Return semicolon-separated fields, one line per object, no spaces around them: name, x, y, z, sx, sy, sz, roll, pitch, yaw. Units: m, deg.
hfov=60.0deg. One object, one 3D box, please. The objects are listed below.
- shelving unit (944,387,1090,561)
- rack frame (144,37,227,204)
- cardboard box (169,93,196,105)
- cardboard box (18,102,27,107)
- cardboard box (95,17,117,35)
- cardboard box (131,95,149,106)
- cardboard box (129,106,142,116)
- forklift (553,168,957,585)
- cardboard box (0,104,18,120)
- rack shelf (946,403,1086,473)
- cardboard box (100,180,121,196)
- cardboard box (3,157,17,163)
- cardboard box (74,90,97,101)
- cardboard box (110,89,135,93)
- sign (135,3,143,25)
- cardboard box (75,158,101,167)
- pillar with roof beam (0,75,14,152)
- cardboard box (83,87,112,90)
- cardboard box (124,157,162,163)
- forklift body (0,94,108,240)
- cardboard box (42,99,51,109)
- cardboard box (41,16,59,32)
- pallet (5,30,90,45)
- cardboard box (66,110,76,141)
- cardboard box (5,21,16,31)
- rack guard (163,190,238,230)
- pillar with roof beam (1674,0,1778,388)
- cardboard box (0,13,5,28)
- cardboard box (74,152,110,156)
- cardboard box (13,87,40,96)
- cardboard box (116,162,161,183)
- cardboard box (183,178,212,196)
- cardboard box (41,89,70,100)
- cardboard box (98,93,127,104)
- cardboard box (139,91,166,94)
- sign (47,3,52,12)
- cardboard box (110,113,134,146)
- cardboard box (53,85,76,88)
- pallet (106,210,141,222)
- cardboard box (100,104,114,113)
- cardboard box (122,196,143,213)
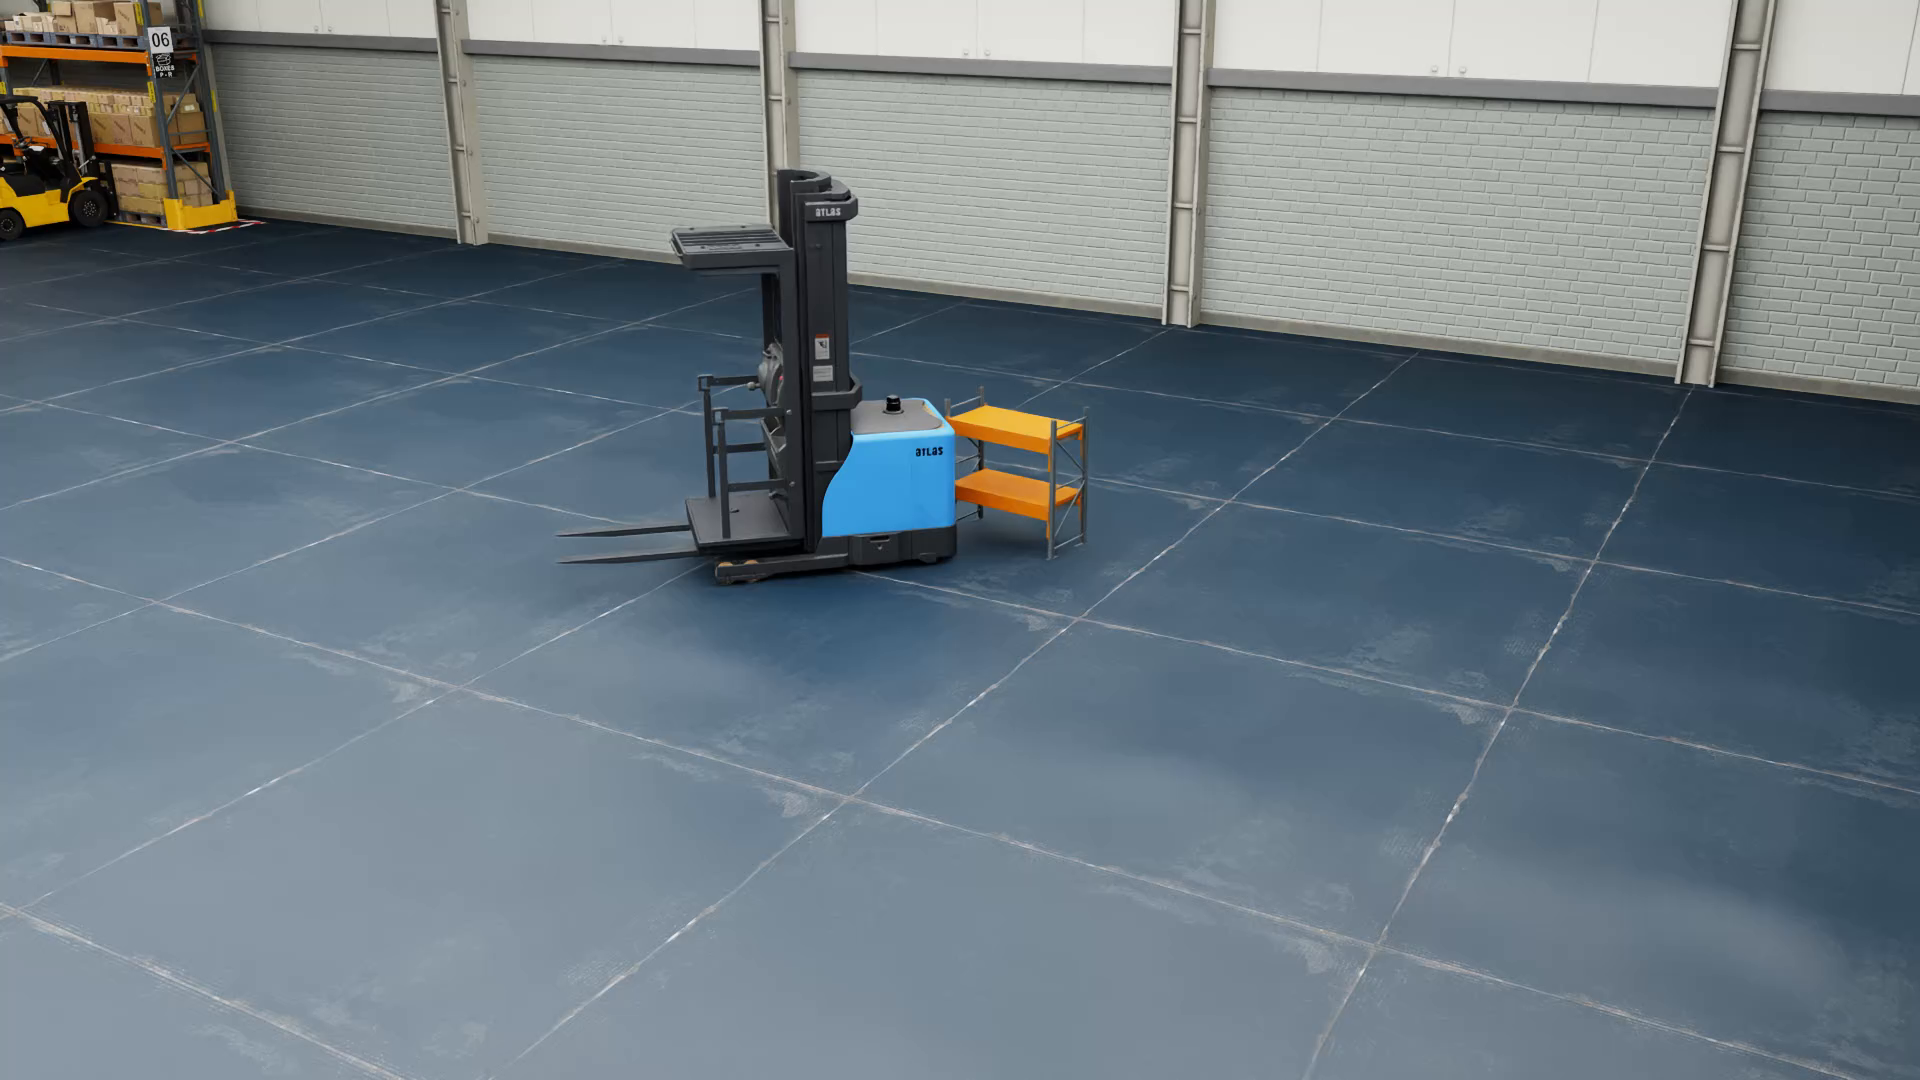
shelving unit;0.441;-0.542;13.209;1.048;1.125;0.538;14;24;35
rack frame;-12.775;-6.734;27.530;0.127;3.000;1.000;11;23;27
cardboard box;-12.964;-7.345;27.681;0.250;0.149;0.380;10;22;26
cardboard box;-16.117;-7.620;28.875;0.250;0.149;0.380;10;22;26
cardboard box;-13.868;-8.415;27.200;0.258;0.266;0.396;11;23;27
cardboard box;-13.421;-7.254;27.431;0.250;0.149;0.380;11;23;27
cardboard box;-13.452;-7.094;27.425;0.250;0.149;0.380;11;23;28
forklift;-1.598;-1.241;12.488;3.031;2.935;1.130;-5;21;-13
cardboard box;-16.821;-7.569;29.320;0.500;0.250;0.500;10;22;26
rack shelf;0.441;-0.817;13.109;1.000;0.278;0.538;14;24;35
cardboard box;-14.246;-6.028;28.267;0.500;0.250;0.500;10;22;26
cardboard box;-16.728;-6.564;29.928;0.625;0.625;0.875;12;23;30
cardboard box;-14.744;-7.523;28.171;0.250;0.149;0.380;11;23;28
cardboard box;-14.301;-7.611;28.414;0.250;0.149;0.380;11;23;28
sign;-13.052;-8.364;26.442;0.005;0.325;0.100;11;23;27
cardboard box;-15.117;-6.433;28.650;0.500;0.250;0.500;12;23;29
pillar with roof beam;-20.281;-9.654;26.784;0.400;9.000;9.100;11;23;27
cardboard box;-14.939;-7.762;28.829;0.250;0.149;0.380;10;22;26
cardboard box;-13.972;-6.413;28.597;0.500;0.250;0.500;11;22;27
forklift body;-15.321;-6.107;27.047;1.214;2.155;2.313;11;23;27
cardboard box;-15.470;-7.479;28.487;0.250;0.149;0.380;11;23;28
cardboard box;-15.120;-8.653;27.857;0.258;0.266;0.396;10;22;26
pallet;-15.510;-8.634;28.498;1.213;0.211;1.003;11;23;27
cardboard box;-15.102;-7.129;28.473;0.500;0.500;0.500;11;22;27
cardboard box;-16.024;-8.771;28.352;0.250;0.149;0.380;11;23;28
rack guard;-12.754;-5.555;27.946;0.348;0.500;1.175;11;23;27
pillar with roof beam;5.909;-4.665;13.030;0.400;9.000;9.100;11;23;27
cardboard box;-17.018;-9.060;28.911;0.500;0.311;0.500;10;22;26
cardboard box;-15.294;-6.670;29.304;0.500;0.250;0.500;10;22;27
cardboard box;-16.134;-7.750;28.796;0.250;0.149;0.380;11;23;28
cardboard box;-13.778;-6.176;27.942;0.500;0.250;0.500;11;23;28
cardboard box;-13.085;-6.014;28.228;0.500;0.250;0.500;11;23;28
cardboard box;-15.460;-7.620;28.439;0.250;0.149;0.380;11;23;28
cardboard box;-14.126;-7.364;27.732;0.250;0.149;0.380;11;23;29
cardboard box;-13.623;-7.484;28.064;0.250;0.149;0.380;11;23;28
sign;-15.998;-9.255;29.207;0.005;0.325;0.100;11;23;27
cardboard box;-13.781;-6.874;27.769;0.500;0.500;0.500;12;23;29
cardboard box;-15.643;-7.874;29.138;0.250;0.149;0.380;10;22;26
pallet;-14.524;-5.741;28.882;1.213;0.211;1.003;11;23;27
cardboard box;-14.116;-7.230;27.800;0.250;0.149;0.380;10;22;26
cardboard box;-13.769;-5.708;28.120;0.500;0.250;0.500;11;23;27
